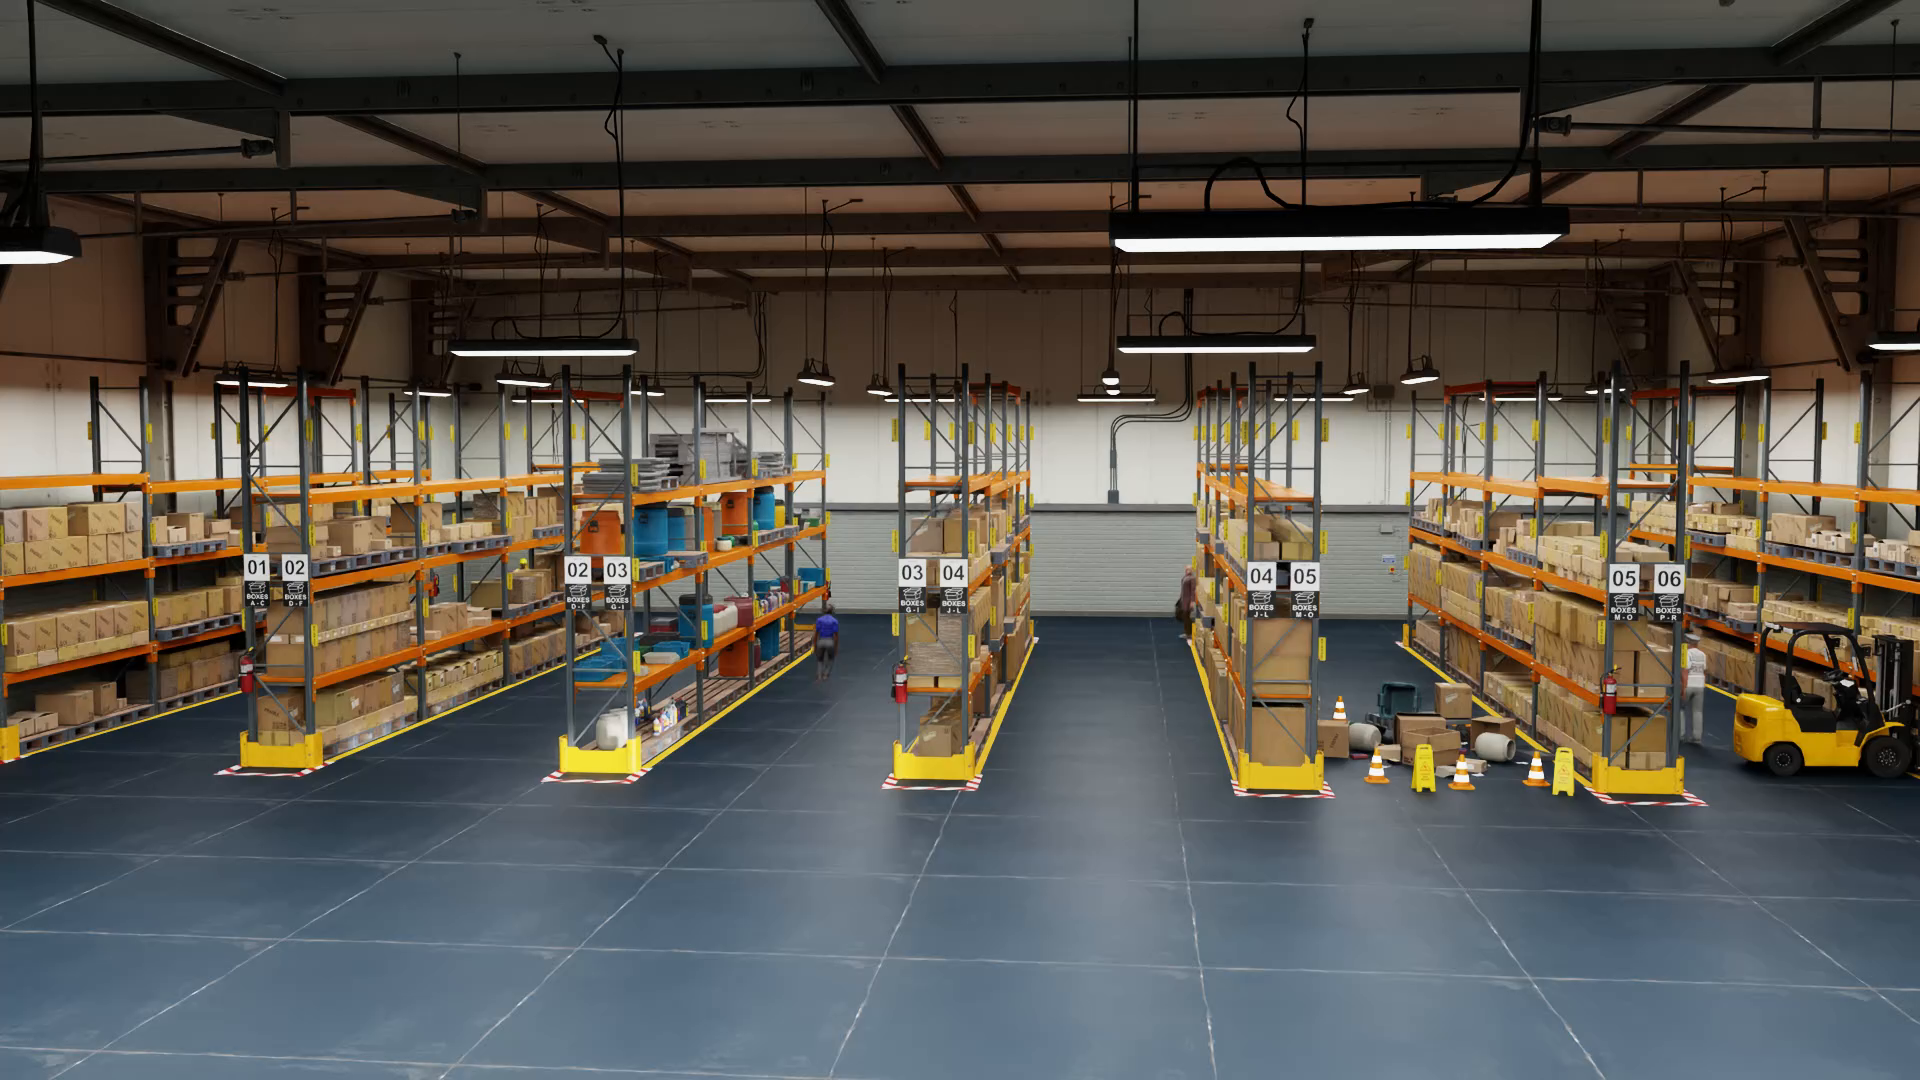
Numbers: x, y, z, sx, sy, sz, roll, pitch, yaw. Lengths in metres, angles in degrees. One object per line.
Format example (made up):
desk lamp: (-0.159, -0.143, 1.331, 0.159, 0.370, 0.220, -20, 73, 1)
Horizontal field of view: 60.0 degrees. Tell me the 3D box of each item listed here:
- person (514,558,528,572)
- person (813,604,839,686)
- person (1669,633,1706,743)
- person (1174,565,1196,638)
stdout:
person: (-11.553, 1.334, 43.865, 1.085, 1.718, 0.563, 2, 4, 32)
person: (-2.557, 2.009, 31.921, 0.486, 1.559, 0.525, 0, 4, 7)
person: (11.826, 2.433, 26.858, 0.541, 1.821, 0.599, 0, 4, 1)
person: (5.516, 1.496, 40.509, 0.533, 1.773, 0.613, -1, 4, -15)
